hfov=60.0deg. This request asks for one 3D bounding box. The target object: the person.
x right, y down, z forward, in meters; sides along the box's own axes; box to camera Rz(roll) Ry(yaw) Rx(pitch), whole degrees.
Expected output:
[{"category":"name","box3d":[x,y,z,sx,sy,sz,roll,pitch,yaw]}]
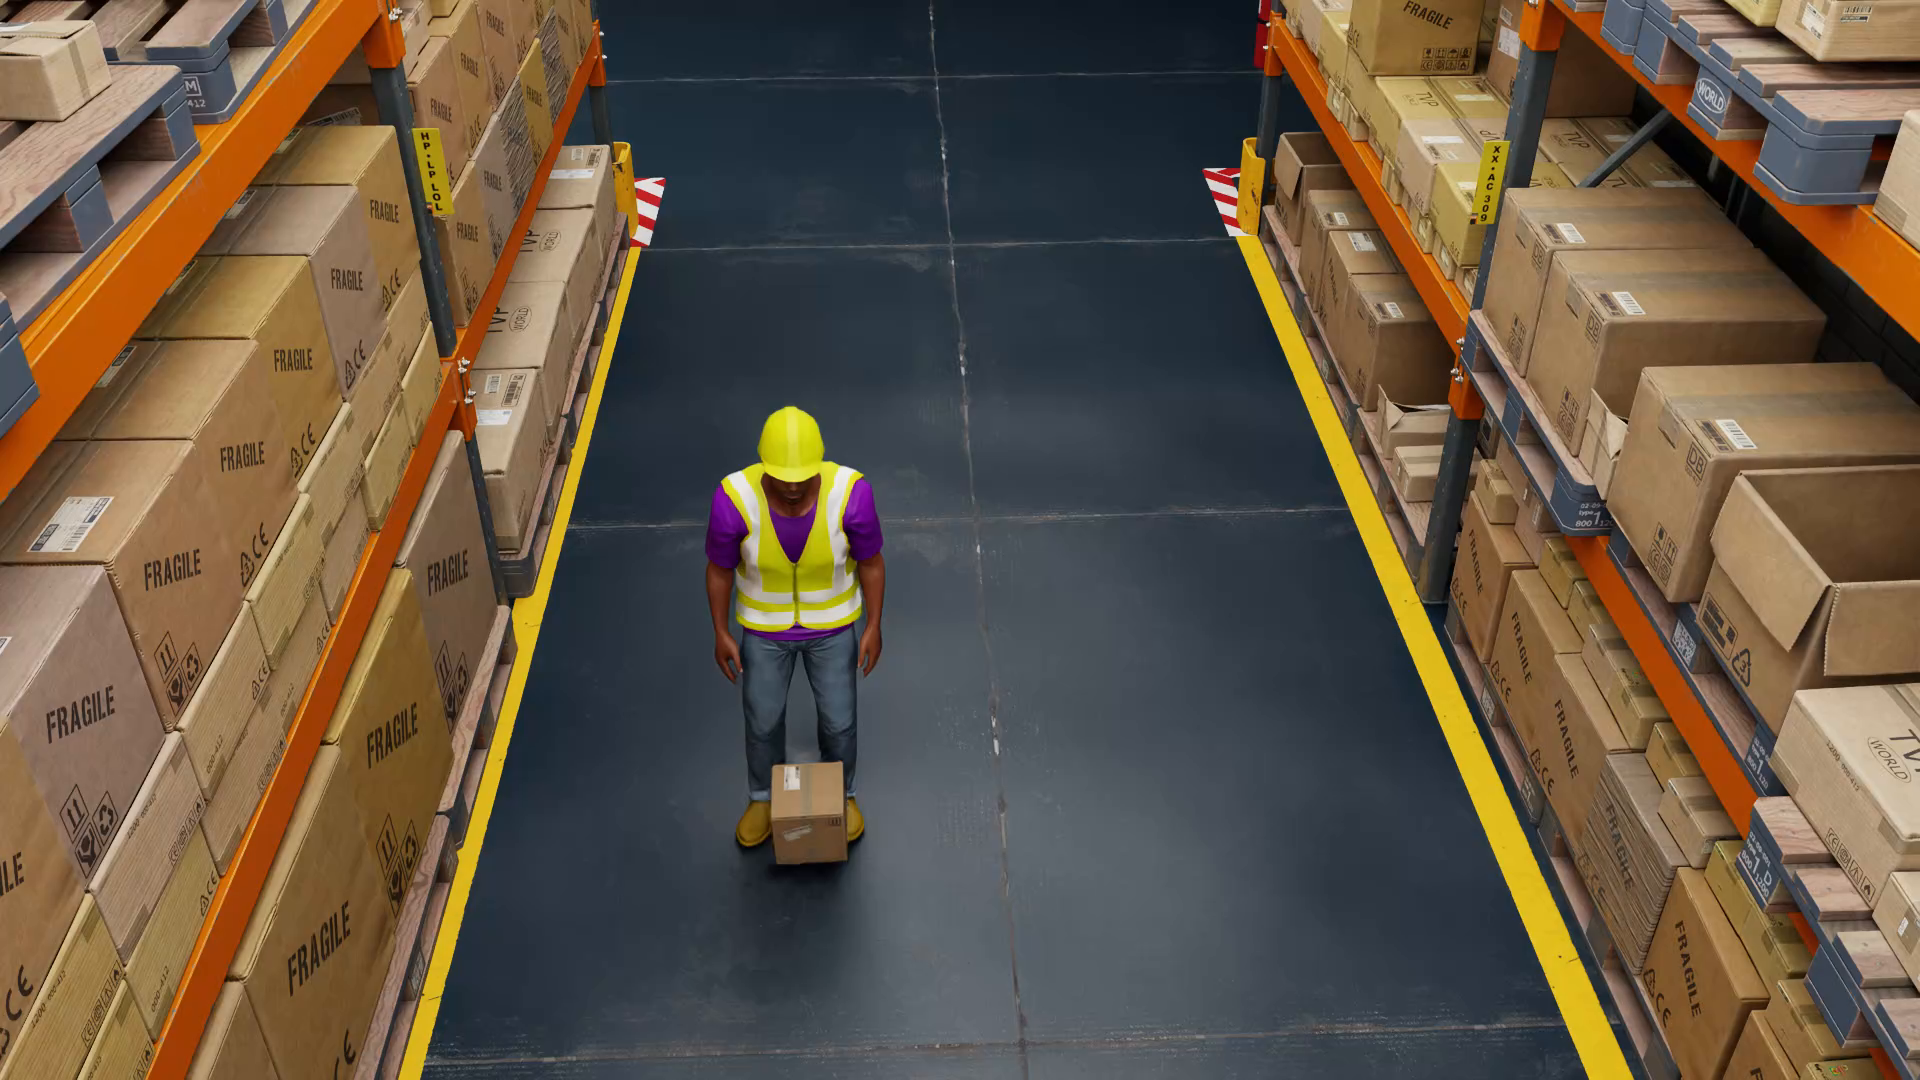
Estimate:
[{"category":"person","box3d":[-0.552,0.297,5.704,0.604,1.762,0.446,-3,35,-4]}]
